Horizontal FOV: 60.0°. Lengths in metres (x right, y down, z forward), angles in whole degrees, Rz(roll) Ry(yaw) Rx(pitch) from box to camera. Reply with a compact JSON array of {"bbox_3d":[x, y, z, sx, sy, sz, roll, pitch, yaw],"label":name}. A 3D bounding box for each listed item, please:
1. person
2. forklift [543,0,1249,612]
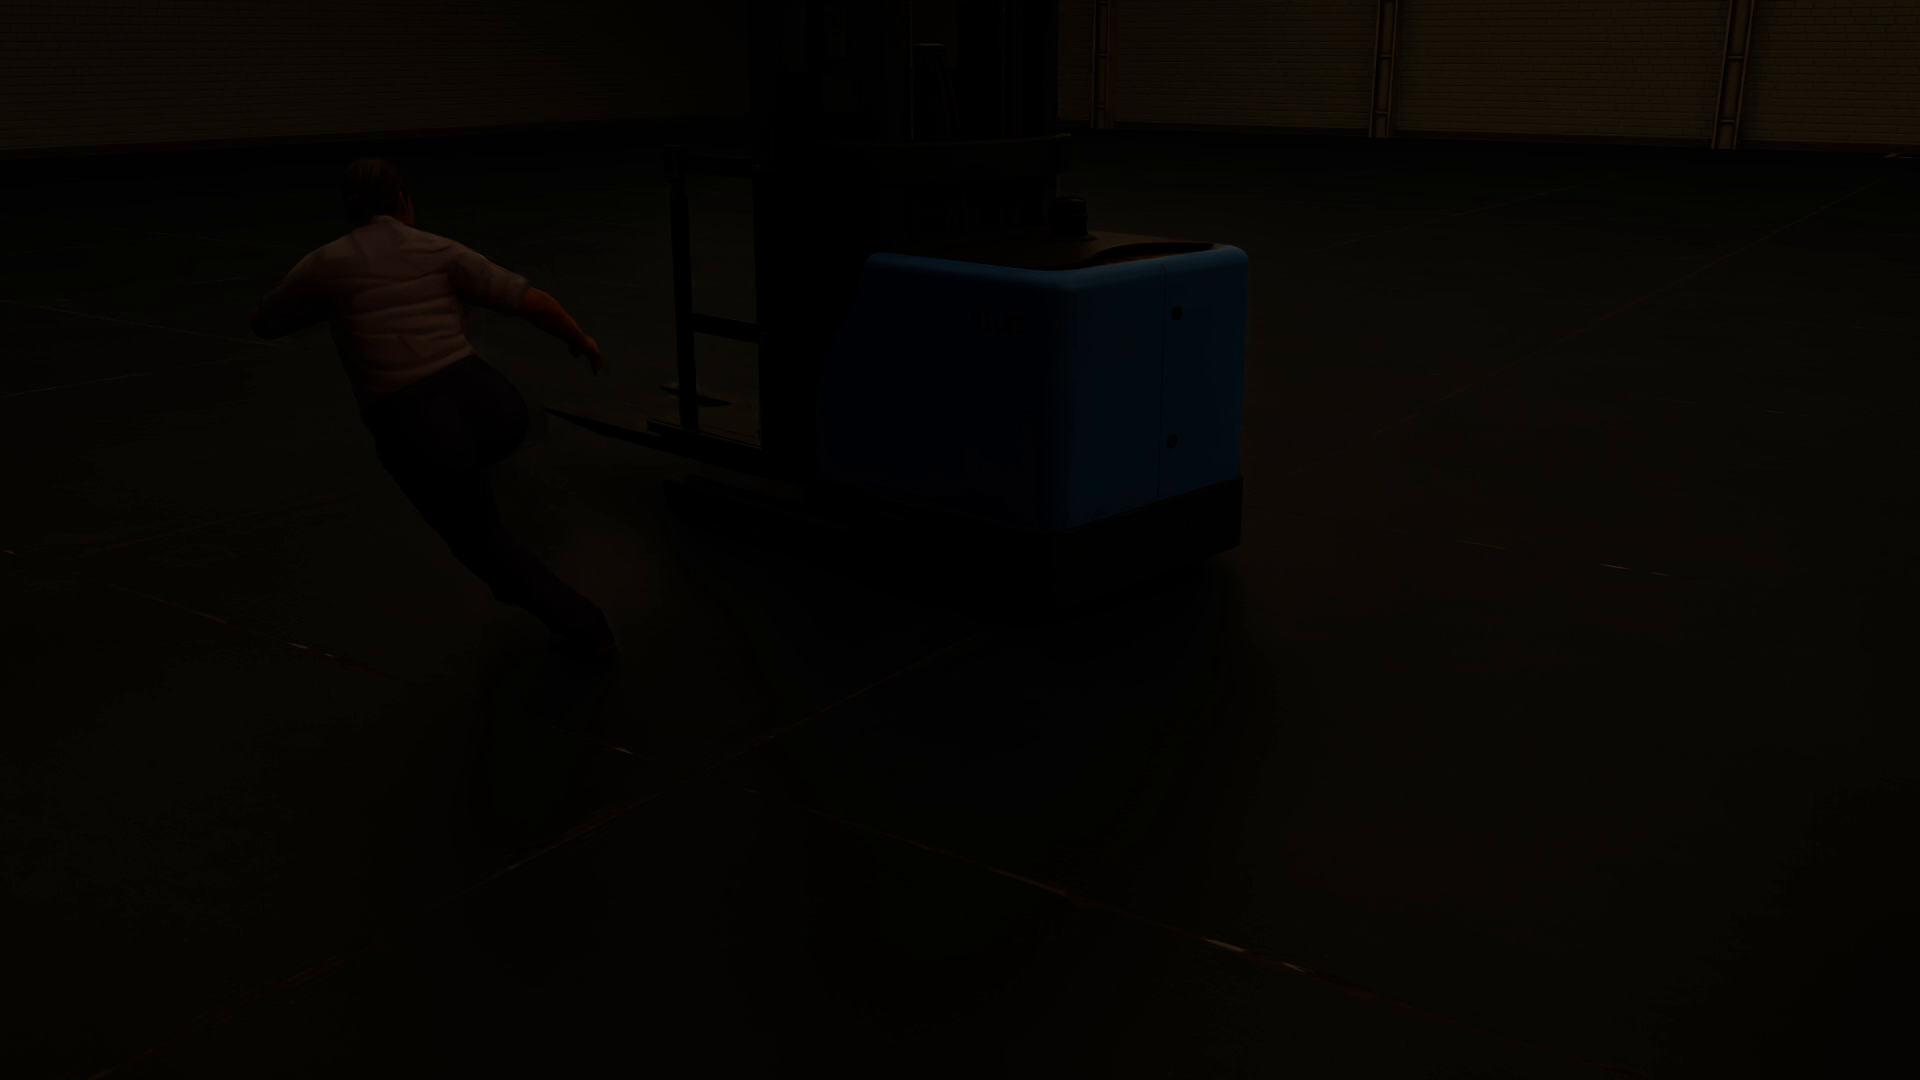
[{"bbox_3d":[-1.439,-0.355,4.693,0.916,1.424,0.856,-11,20,-33],"label":"person"},{"bbox_3d":[-0.455,-1.524,5.930,3.031,2.935,1.130,15,23,42],"label":"forklift"}]
